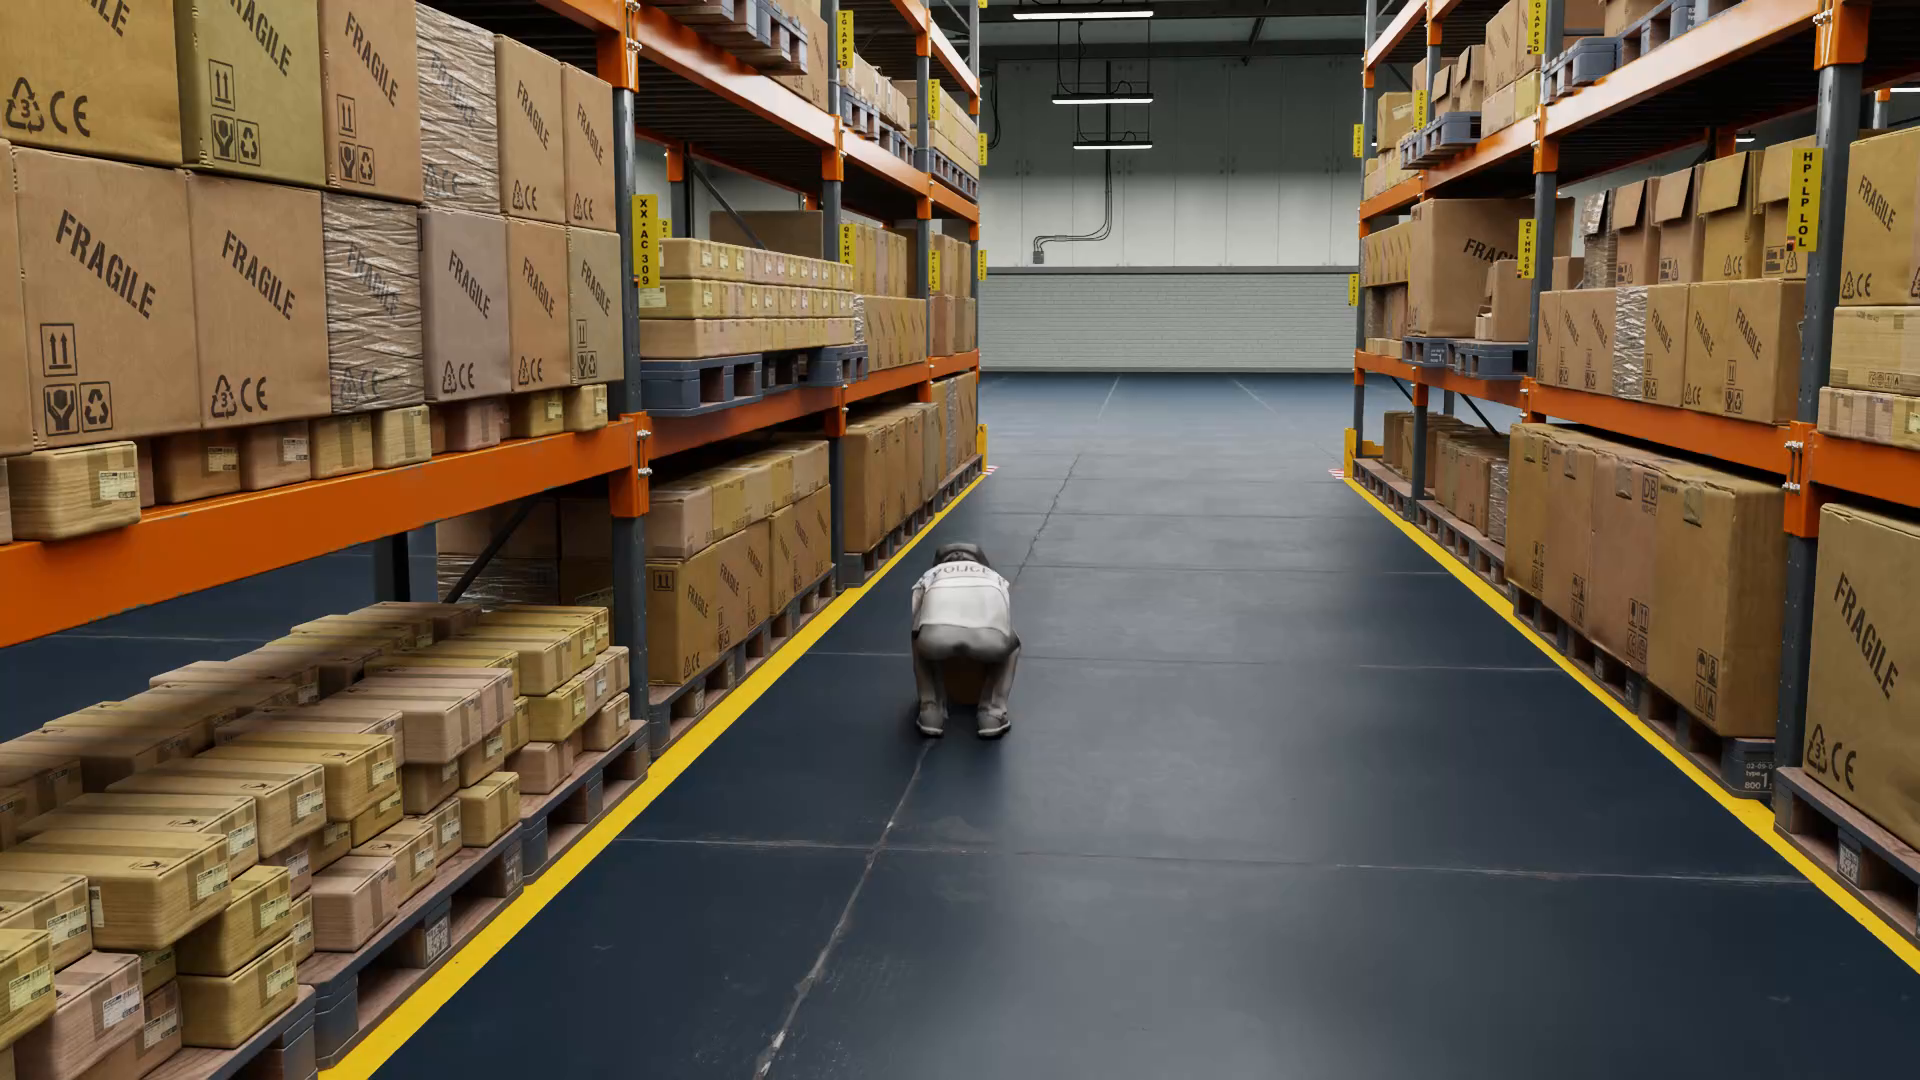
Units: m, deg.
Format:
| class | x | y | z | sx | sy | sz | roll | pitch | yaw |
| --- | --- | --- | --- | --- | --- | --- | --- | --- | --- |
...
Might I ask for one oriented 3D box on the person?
| class | x | y | z | sx | sy | sz | roll | pitch | yaw |
| --- | --- | --- | --- | --- | --- | --- | --- | --- | --- |
| person | 0.015 | 0.416 | 6.912 | 0.474 | 0.734 | 0.971 | 1 | 8 | 5 |
